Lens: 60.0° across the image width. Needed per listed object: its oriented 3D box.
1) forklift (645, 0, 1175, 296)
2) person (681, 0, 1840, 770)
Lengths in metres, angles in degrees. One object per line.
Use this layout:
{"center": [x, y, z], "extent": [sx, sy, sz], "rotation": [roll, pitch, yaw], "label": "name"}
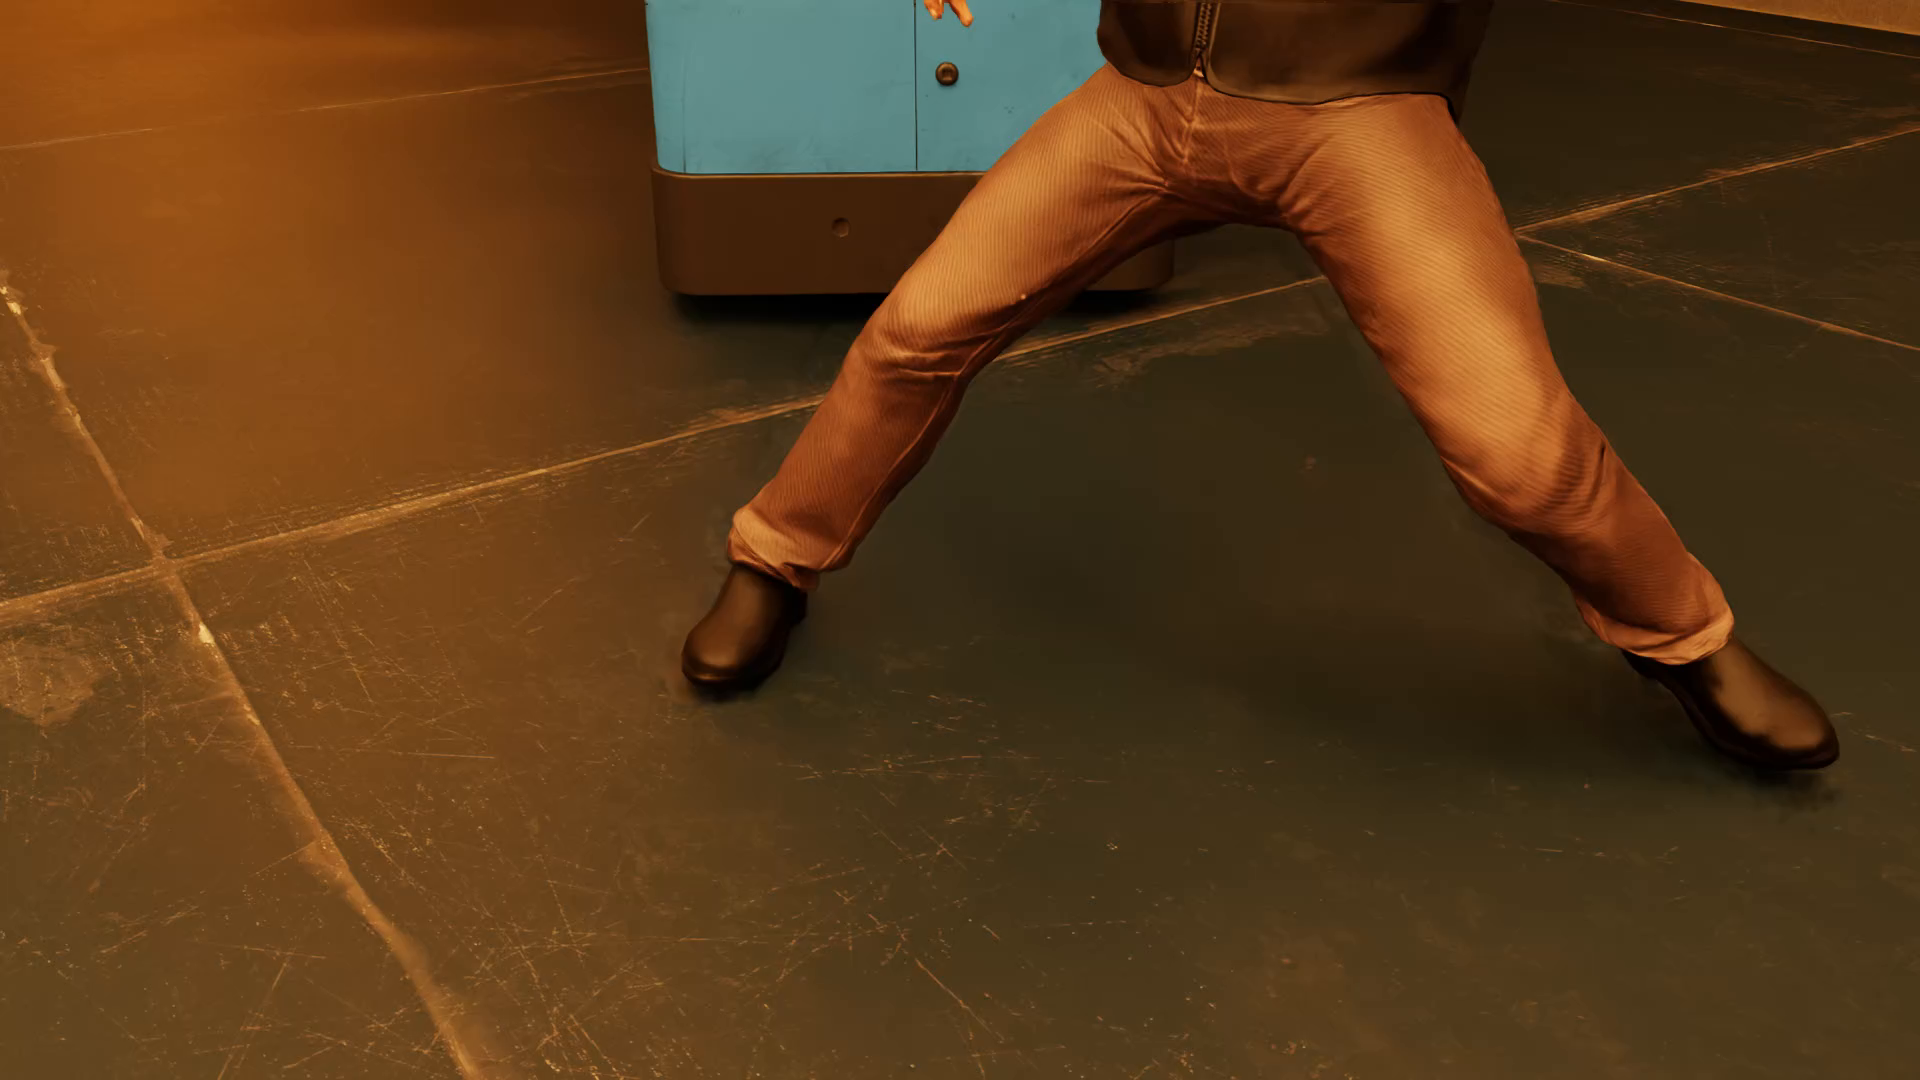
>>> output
{"center": [-0.144, -2.416, 4.048], "extent": [1.130, 2.935, 3.031], "rotation": [-1, 27, -2], "label": "forklift"}
{"center": [0.320, -0.470, 1.745], "extent": [1.304, 1.515, 0.809], "rotation": [20, 33, 34], "label": "person"}
